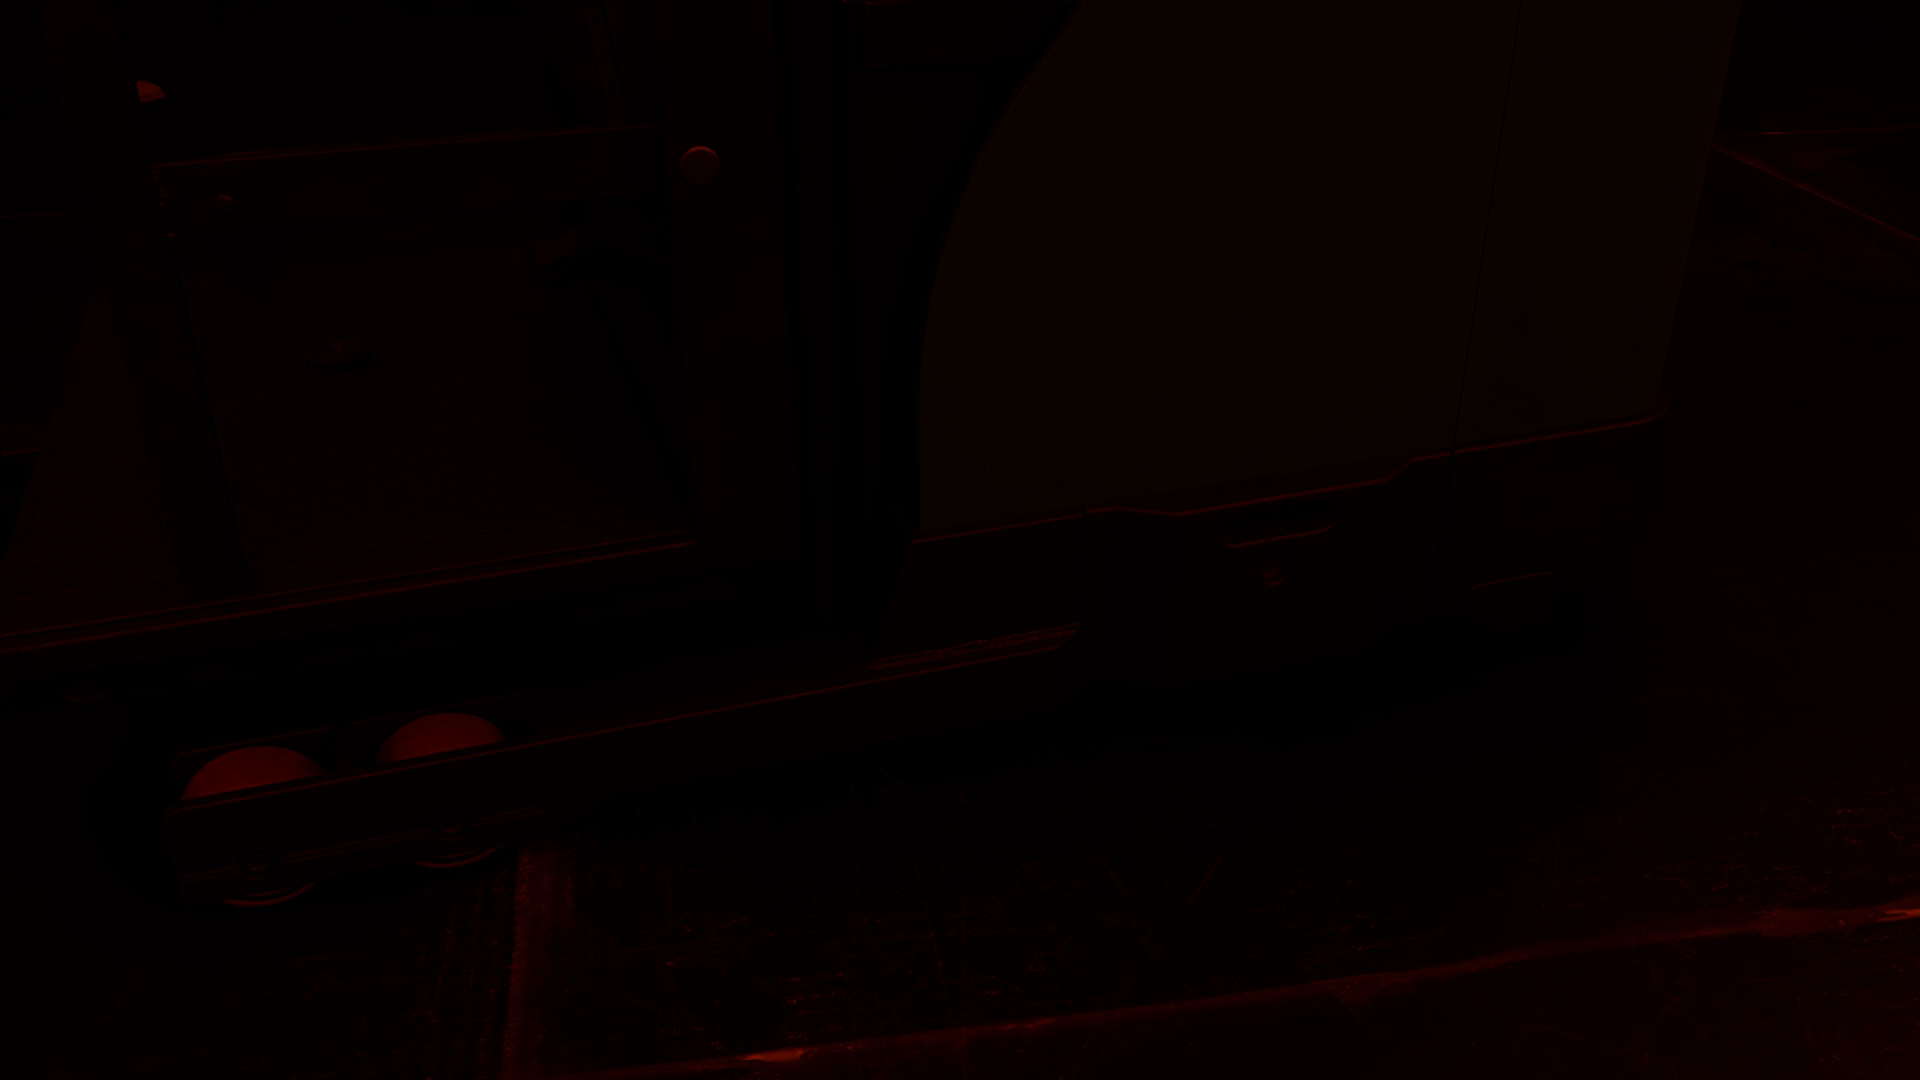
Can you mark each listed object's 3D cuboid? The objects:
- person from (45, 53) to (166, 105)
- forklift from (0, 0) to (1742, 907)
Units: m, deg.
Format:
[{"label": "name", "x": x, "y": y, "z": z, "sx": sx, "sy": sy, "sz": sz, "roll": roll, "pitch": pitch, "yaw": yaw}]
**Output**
[{"label": "person", "x": -2.722, "y": -1.939, "z": 4.364, "sx": 0.874, "sy": 1.689, "sz": 0.486, "roll": -21, "pitch": 34, "yaw": -34}, {"label": "forklift", "x": -0.641, "y": -1.185, "z": 1.606, "sx": 3.031, "sy": 2.935, "sz": 1.130, "roll": -9, "pitch": 29, "yaw": -17}]
